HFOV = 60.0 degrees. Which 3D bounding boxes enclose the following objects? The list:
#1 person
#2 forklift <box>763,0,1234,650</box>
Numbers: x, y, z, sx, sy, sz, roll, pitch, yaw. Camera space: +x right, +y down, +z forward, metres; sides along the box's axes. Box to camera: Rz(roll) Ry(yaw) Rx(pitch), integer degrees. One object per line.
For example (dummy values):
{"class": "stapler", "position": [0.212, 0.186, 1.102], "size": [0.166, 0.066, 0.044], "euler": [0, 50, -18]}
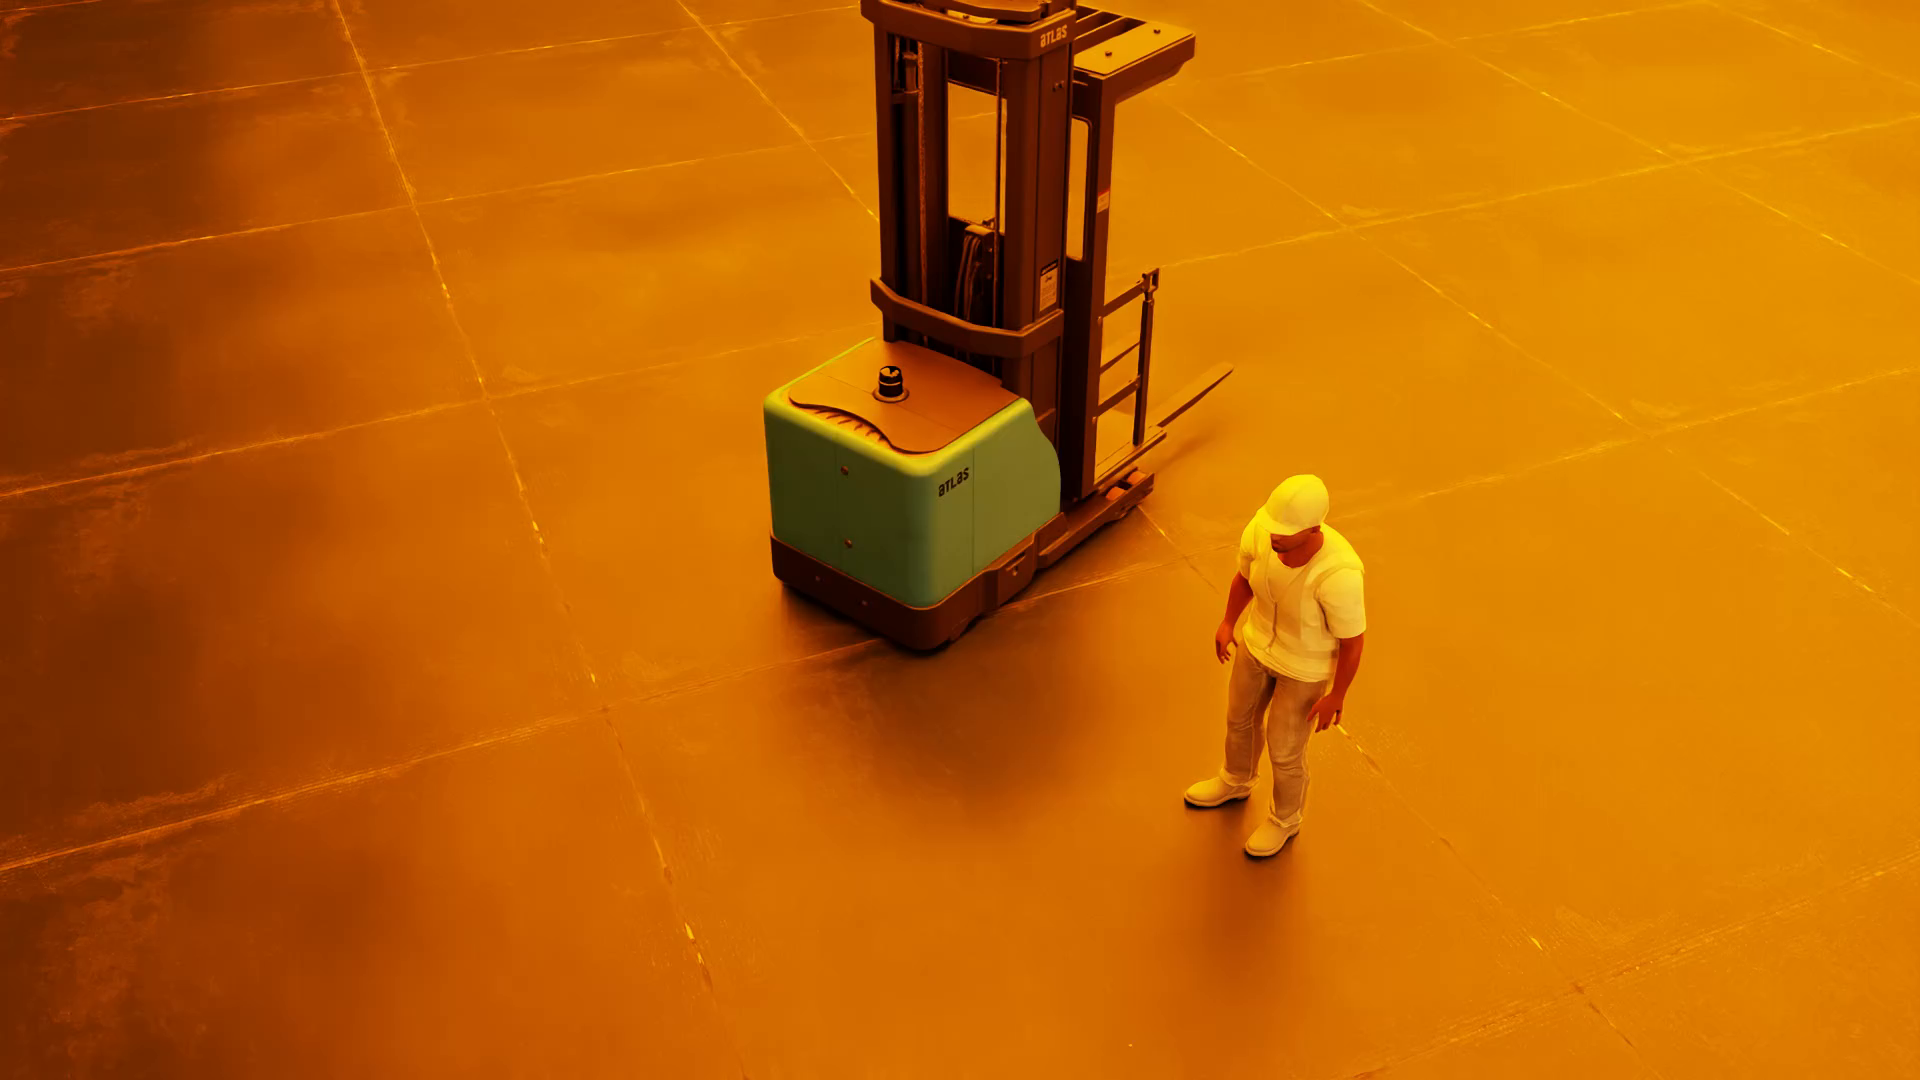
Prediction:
{"class": "person", "position": [1.248, 0.465, 6.459], "size": [0.462, 1.759, 0.633], "euler": [-23, 41, -29]}
{"class": "forklift", "position": [0.384, -1.469, 8.165], "size": [1.130, 2.935, 3.031], "euler": [25, 42, 31]}
